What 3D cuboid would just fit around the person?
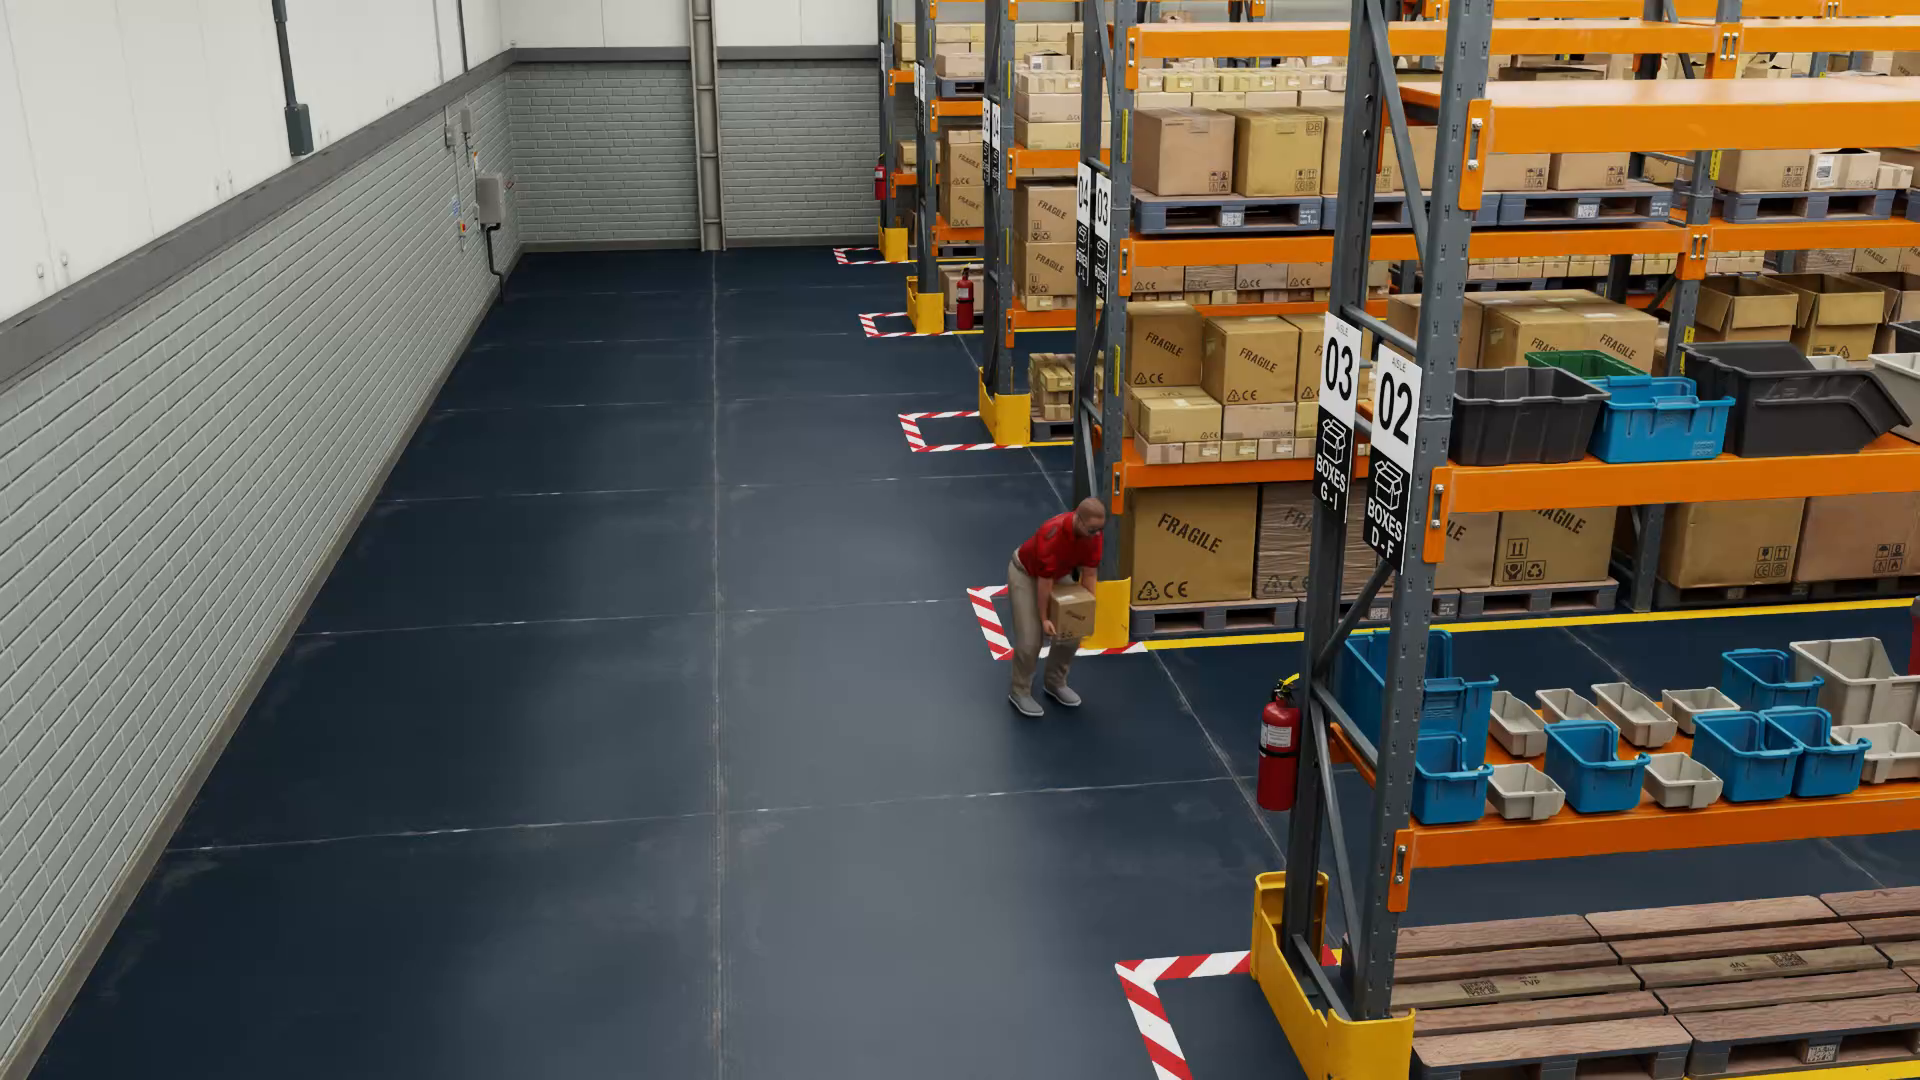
[{"bbox_3d":[0.621,0.386,10.358,0.484,1.513,0.767,-12,23,-30],"label":"person"}]
